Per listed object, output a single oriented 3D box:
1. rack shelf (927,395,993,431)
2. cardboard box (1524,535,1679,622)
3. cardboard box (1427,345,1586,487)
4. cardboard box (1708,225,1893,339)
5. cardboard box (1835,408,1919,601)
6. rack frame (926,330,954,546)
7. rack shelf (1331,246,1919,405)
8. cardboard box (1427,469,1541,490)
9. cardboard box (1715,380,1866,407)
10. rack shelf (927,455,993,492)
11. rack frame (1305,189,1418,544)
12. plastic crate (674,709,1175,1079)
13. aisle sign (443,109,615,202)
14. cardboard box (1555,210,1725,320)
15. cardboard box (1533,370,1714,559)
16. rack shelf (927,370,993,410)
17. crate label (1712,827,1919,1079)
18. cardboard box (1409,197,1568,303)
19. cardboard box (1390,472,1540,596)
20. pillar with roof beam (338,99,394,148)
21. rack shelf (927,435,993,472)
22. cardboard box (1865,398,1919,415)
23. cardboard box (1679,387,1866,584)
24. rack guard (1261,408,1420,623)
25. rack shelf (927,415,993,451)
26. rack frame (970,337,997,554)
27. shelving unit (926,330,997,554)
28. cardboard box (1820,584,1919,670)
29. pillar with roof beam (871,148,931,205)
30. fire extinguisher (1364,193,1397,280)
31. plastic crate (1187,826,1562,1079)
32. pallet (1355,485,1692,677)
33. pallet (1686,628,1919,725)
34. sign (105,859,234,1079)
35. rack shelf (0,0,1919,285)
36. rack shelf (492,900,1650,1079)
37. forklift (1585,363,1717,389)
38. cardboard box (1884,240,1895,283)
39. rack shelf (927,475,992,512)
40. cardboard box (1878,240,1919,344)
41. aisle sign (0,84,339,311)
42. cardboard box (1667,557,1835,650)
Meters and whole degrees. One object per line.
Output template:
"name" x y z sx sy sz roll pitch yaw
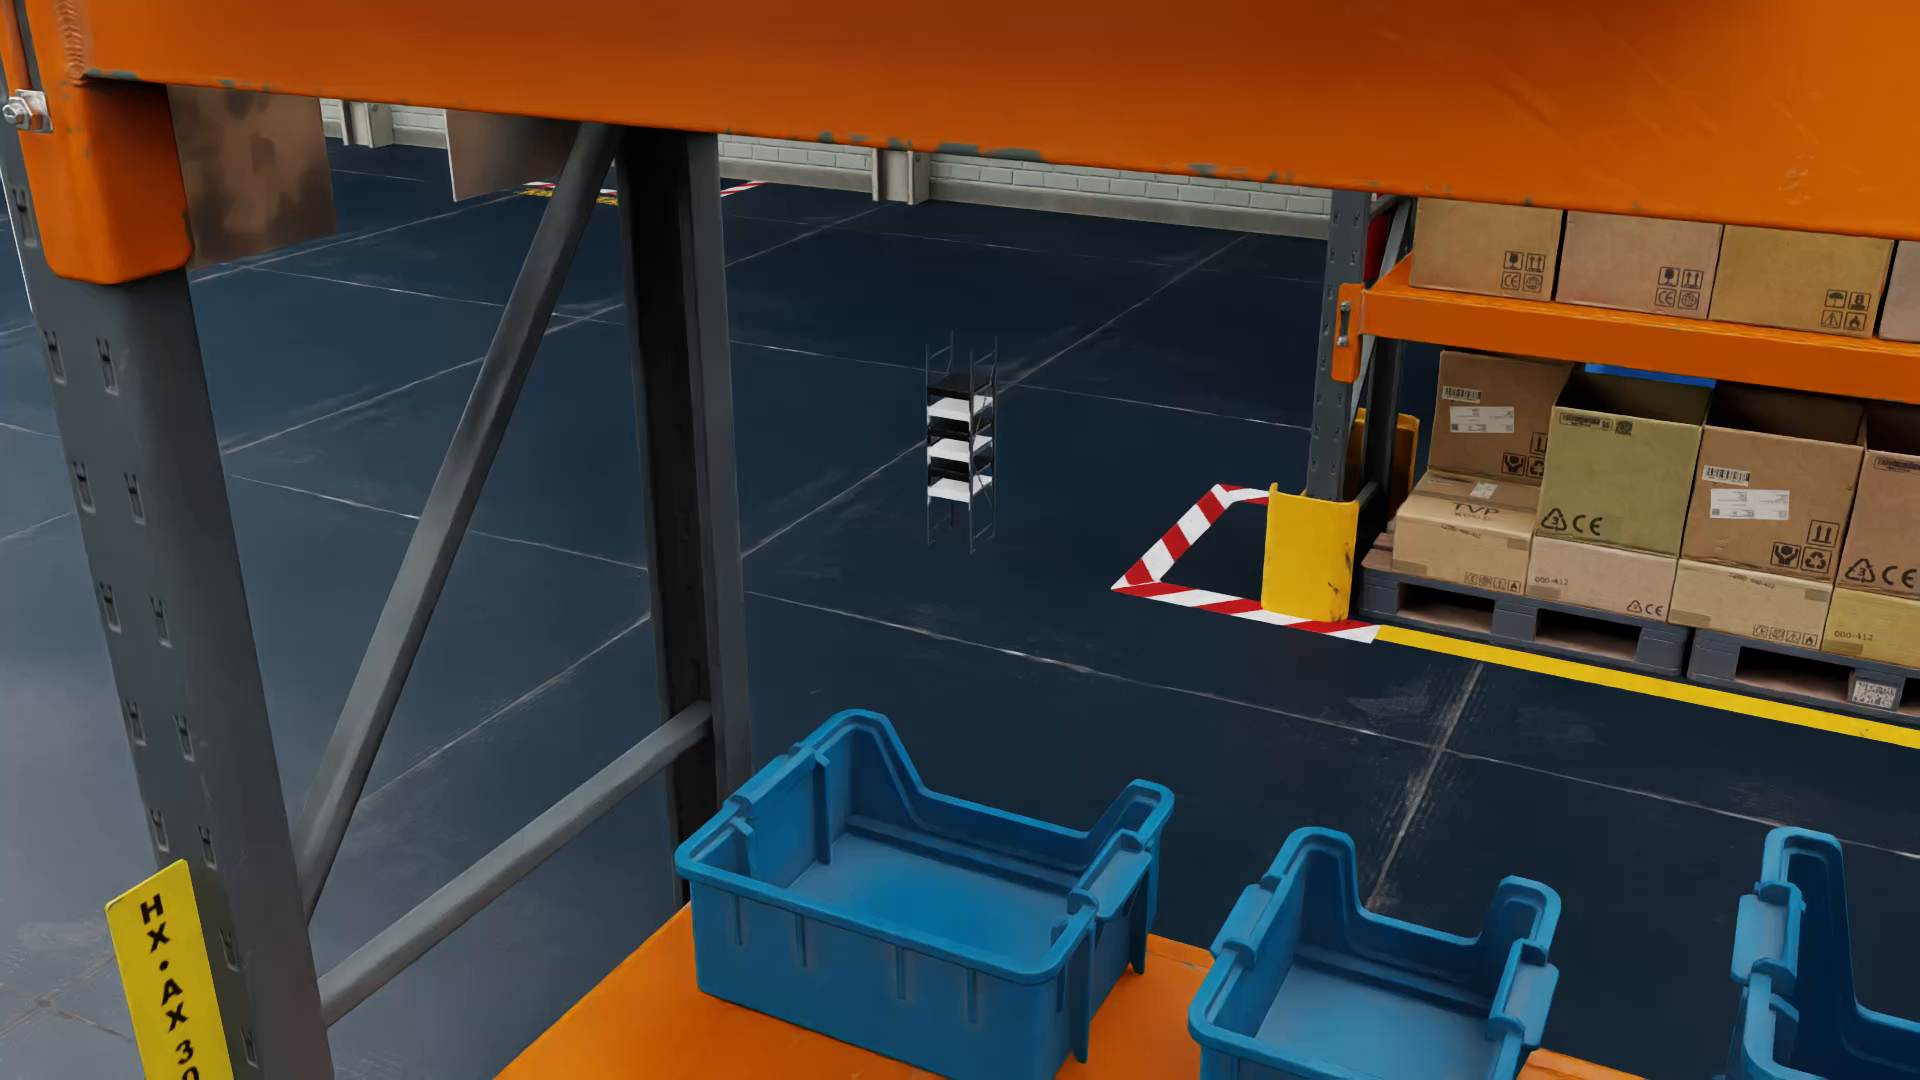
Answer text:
"rack shelf" 0.007 -0.548 7.013 0.200 0.077 0.258 11 25 25
"cardboard box" 2.442 0.054 6.266 0.500 0.250 0.500 11 25 25
"cardboard box" 2.229 -0.559 6.751 0.500 0.500 0.500 11 25 25
"cardboard box" 2.938 -1.055 5.771 0.500 0.500 0.700 11 26 25
"cardboard box" 3.332 -0.112 5.699 0.500 0.500 0.500 11 25 25
"rack frame" -0.083 -0.431 7.113 0.006 0.900 0.240 11 25 25
"rack shelf" 3.401 -0.593 5.731 4.000 0.370 1.077 11 25 25
"cardboard box" 2.228 -0.214 6.896 0.500 0.250 0.500 11 25 25
"cardboard box" 3.128 -0.388 6.348 0.500 0.500 0.500 11 25 25
"rack shelf" 0.007 -0.299 7.119 0.200 0.077 0.258 11 25 25
"rack frame" 1.616 -1.277 6.420 0.127 3.000 1.000 11 25 25
"plastic crate" -0.040 0.505 2.421 0.616 0.251 0.499 11 25 25
"aisle sign" -0.552 -0.861 2.119 0.004 0.787 0.394 11 25 25
"cardboard box" 2.498 -1.145 5.982 0.500 0.500 0.700 12 26 26
"cardboard box" 2.441 -0.290 6.118 0.500 0.500 0.500 11 25 25
"rack shelf" 0.007 -0.630 6.978 0.200 0.077 0.258 11 25 25
"crate label" 1.142 0.666 1.805 0.616 0.435 0.502 11 25 25
"cardboard box" 2.027 -1.236 6.196 0.500 0.500 0.700 11 25 25
"cardboard box" 1.994 -0.033 6.471 0.500 0.250 0.500 11 25 25
"pillar with roof beam" -7.789 -6.562 11.183 0.400 9.000 9.100 11 25 25
"rack shelf" 0.007 -0.382 7.084 0.200 0.077 0.258 11 25 25
"cardboard box" 3.574 -0.299 6.139 0.500 0.500 0.500 11 25 25
"cardboard box" 2.893 -0.206 5.921 0.500 0.500 0.500 11 25 25
"rack guard" 1.595 -0.131 6.919 0.348 0.500 1.175 11 25 25
"rack shelf" 0.007 -0.465 7.048 0.200 0.077 0.258 11 25 25
"rack frame" 0.098 -0.395 7.028 0.006 0.900 0.240 11 25 25
"shelving unit" 0.007 -0.413 7.071 0.210 0.900 0.258 11 25 25
"cardboard box" 3.332 0.233 5.847 0.500 0.250 0.500 11 25 25
"pillar with roof beam" -2.434 -5.503 8.691 0.400 9.000 9.100 11 25 25
"fire extinguisher" 1.720 -1.425 6.866 0.183 0.674 0.296 11 25 25
"plastic crate" 0.537 0.621 2.146 0.408 0.251 0.499 11 25 25
"pallet" 2.318 0.126 6.683 1.213 0.211 1.003 11 25 25
"pallet" 3.402 0.342 6.175 1.213 0.211 1.003 11 25 25
"sign" -0.874 0.516 1.850 0.005 0.325 0.100 11 25 25
"rack shelf" 1.163 -0.244 1.077 4.000 0.370 1.077 11 25 25
"rack shelf" 1.163 1.136 1.664 4.000 0.370 1.077 11 25 25
"forklift" 4.167 -2.002 8.212 3.031 2.935 1.130 -9 25 -20
"cardboard box" 5.566 -1.659 9.949 0.500 0.500 0.700 10 25 21
"rack shelf" 0.007 -0.216 7.154 0.200 0.077 0.258 11 25 25
"cardboard box" 3.410 -0.964 5.556 0.500 0.500 0.700 12 26 26
"aisle sign" -0.818 -0.654 1.634 0.004 0.787 0.394 11 25 25
"cardboard box" 2.888 0.143 6.058 0.500 0.250 0.500 11 25 25
